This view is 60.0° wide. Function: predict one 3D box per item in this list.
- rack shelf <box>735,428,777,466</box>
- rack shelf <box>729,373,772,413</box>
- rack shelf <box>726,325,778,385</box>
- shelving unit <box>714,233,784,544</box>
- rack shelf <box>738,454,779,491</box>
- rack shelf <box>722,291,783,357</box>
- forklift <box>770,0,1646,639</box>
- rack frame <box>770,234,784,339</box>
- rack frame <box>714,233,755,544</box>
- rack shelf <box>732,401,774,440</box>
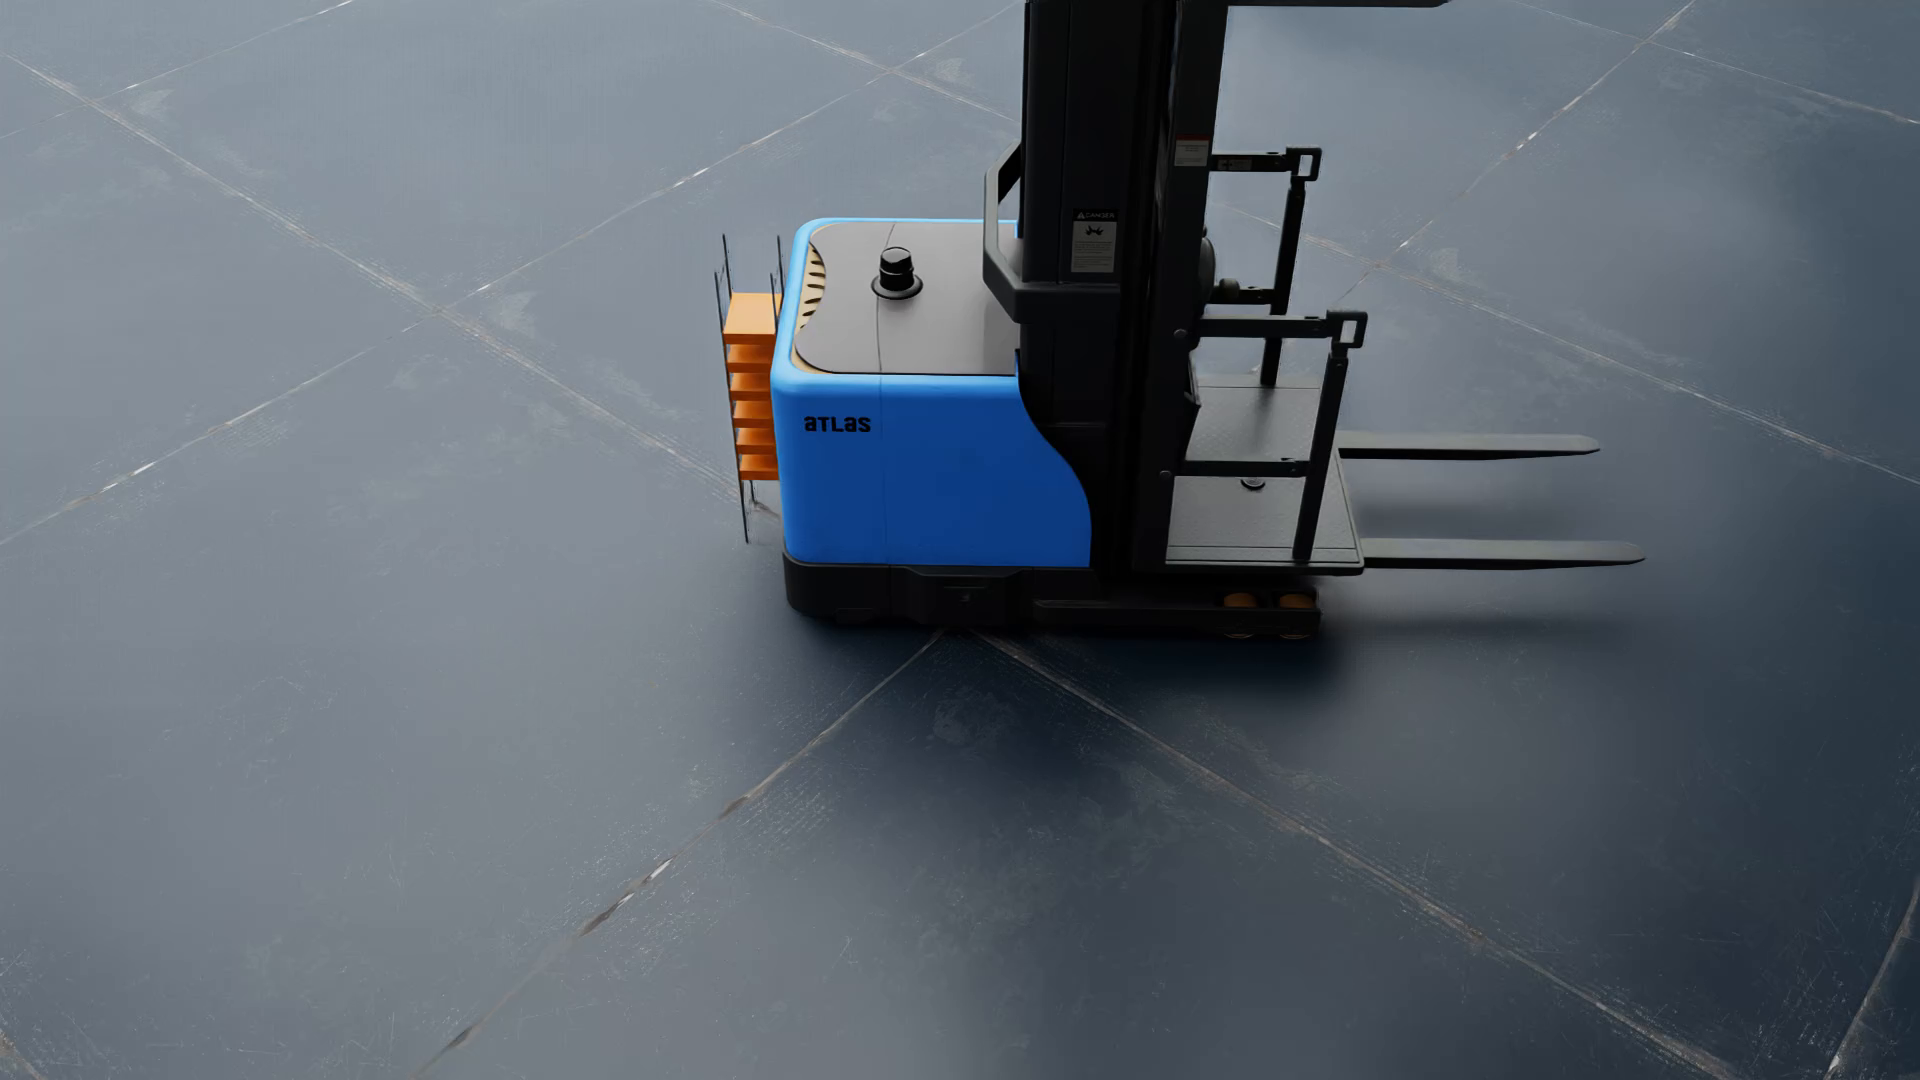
[{"bbox_3d":[-0.705,-0.386,6.027,0.180,0.103,0.258,1,42,1],"label":"rack shelf"},{"bbox_3d":[-0.705,-0.563,5.866,0.180,0.103,0.258,1,42,1],"label":"rack shelf"},{"bbox_3d":[-0.705,-0.652,5.785,0.180,0.103,0.258,1,42,1],"label":"rack shelf"},{"bbox_3d":[-0.705,-0.508,5.916,0.189,1.200,0.258,1,42,1],"label":"shelving unit"},{"bbox_3d":[-0.705,-0.297,6.108,0.180,0.103,0.258,1,42,1],"label":"rack shelf"},{"bbox_3d":[-0.705,-0.741,5.704,0.180,0.103,0.258,1,42,1],"label":"rack shelf"},{"bbox_3d":[0.906,-1.098,5.279,3.031,2.935,1.130,1,42,1],"label":"forklift"},{"bbox_3d":[-0.614,-0.506,5.915,0.006,1.200,0.240,1,42,1],"label":"rack frame"},{"bbox_3d":[-0.797,-0.509,5.918,0.006,1.200,0.240,1,42,1],"label":"rack frame"},{"bbox_3d":[-0.705,-0.475,5.946,0.180,0.103,0.258,1,42,1],"label":"rack shelf"}]
